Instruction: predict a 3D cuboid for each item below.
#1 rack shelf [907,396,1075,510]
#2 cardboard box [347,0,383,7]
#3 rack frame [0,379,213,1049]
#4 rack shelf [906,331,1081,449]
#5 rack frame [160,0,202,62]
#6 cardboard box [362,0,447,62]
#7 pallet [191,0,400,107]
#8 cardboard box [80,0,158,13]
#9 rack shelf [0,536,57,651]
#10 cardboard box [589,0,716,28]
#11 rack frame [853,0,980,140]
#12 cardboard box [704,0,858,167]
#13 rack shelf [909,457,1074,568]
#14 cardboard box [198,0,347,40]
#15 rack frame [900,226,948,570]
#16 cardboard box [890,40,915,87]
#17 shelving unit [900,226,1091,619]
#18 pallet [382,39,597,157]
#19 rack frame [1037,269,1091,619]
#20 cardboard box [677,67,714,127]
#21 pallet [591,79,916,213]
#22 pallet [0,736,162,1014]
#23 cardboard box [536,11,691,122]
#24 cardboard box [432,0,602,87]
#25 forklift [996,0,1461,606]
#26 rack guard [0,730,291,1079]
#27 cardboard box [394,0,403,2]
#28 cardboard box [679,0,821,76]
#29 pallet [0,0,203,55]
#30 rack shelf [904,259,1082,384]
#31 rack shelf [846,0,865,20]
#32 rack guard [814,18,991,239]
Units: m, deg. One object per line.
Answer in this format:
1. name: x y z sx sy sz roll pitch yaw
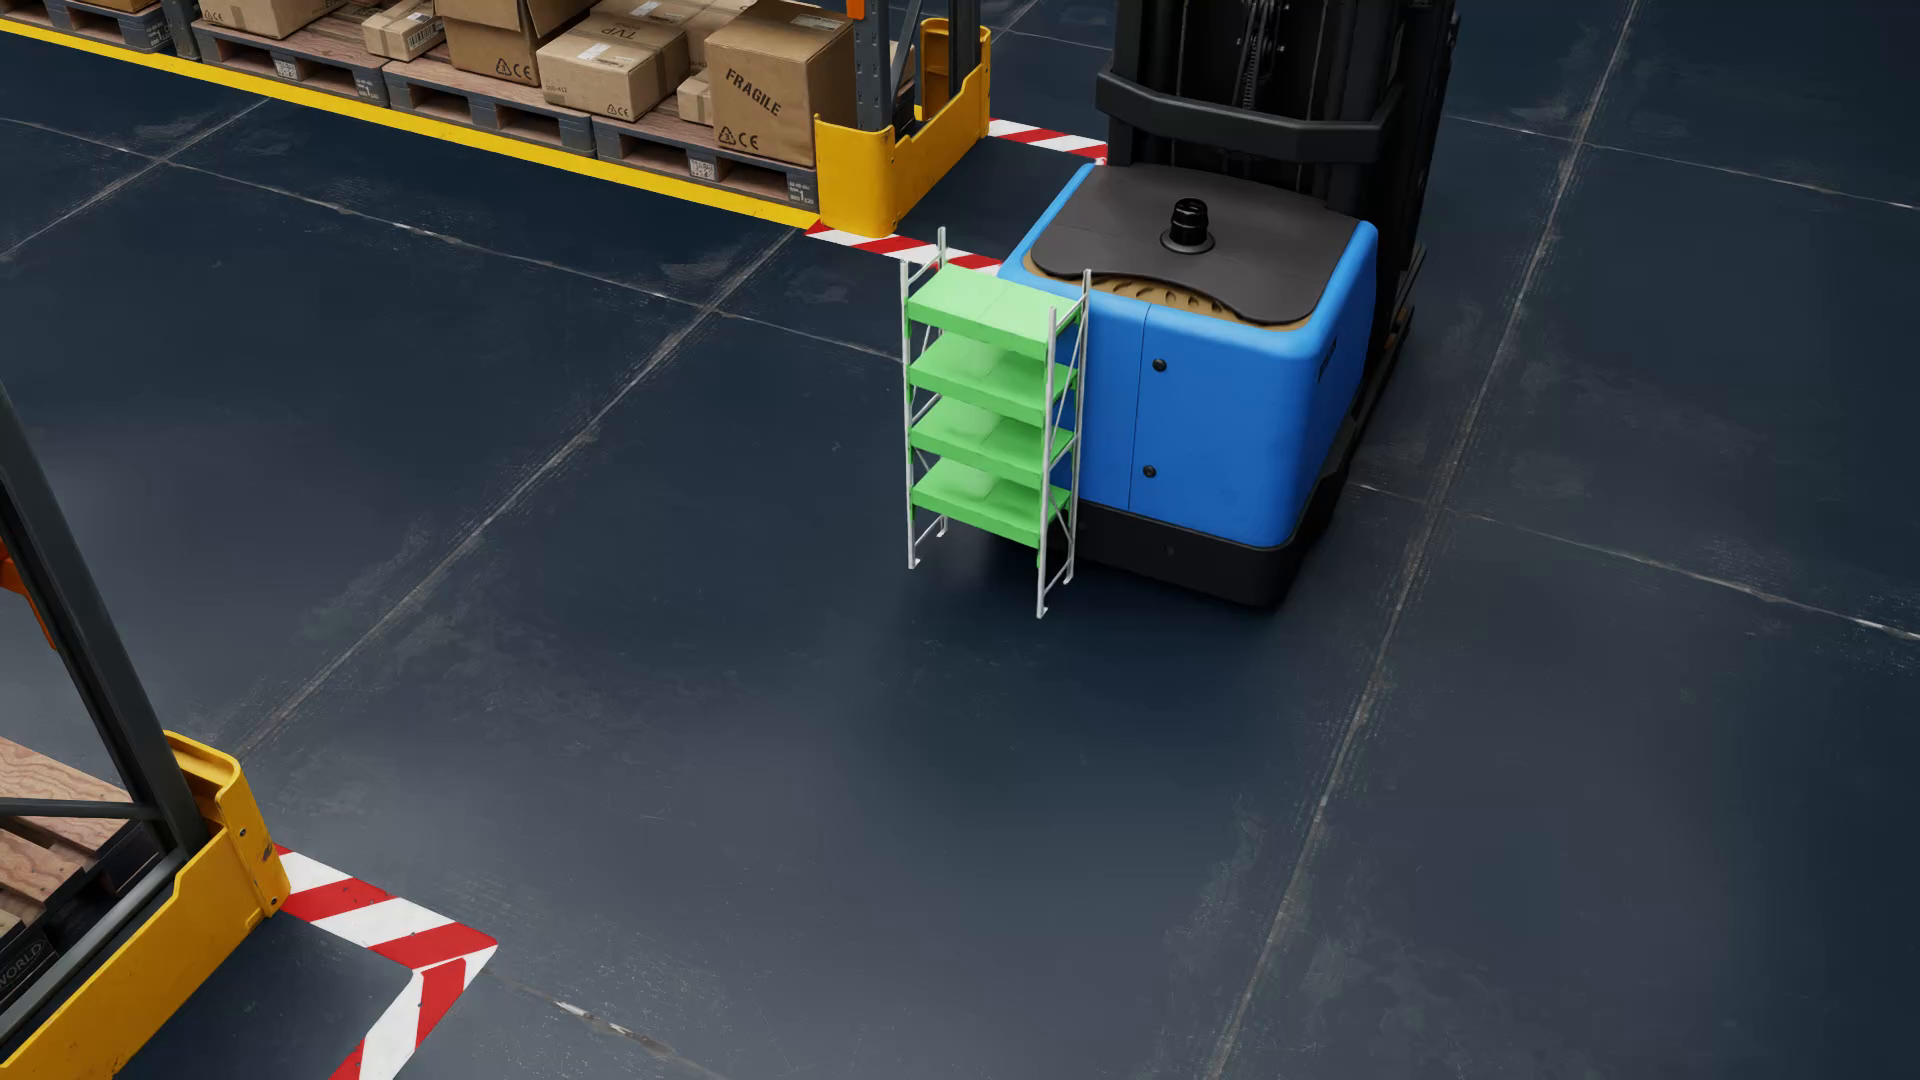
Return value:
1. rack shelf: 0.104 -0.294 5.270 0.480 0.148 0.258 20 45 22
2. cardboard box: -3.159 -3.150 8.667 0.500 0.500 0.500 17 44 19
3. rack frame: -2.268 0.129 3.311 0.127 3.000 1.000 17 44 19
4. rack shelf: 0.104 -0.475 5.113 0.480 0.148 0.258 20 45 22
5. rack frame: -3.795 -3.918 7.980 0.127 3.000 1.000 17 44 19
6. cardboard box: -2.718 -2.535 8.212 0.250 0.166 0.380 17 44 19
7. pallet: -3.173 -2.673 8.673 1.213 0.211 1.003 17 44 19
8. cardboard box: -4.364 -3.106 8.616 0.500 0.500 0.500 17 44 18
9. rack shelf: -4.081 -0.153 4.186 4.000 0.370 1.077 17 44 19
10. cardboard box: -1.450 -2.533 8.146 0.500 0.250 0.500 17 44 19
11. rack frame: -0.171 -2.810 6.702 0.127 3.000 1.000 17 44 19
12. cardboard box: -0.767 -2.036 7.382 0.500 0.500 0.500 17 44 19
13. rack shelf: 0.104 -0.113 5.428 0.480 0.148 0.258 20 45 22
14. cardboard box: -3.506 -2.824 8.434 0.500 0.311 0.500 17 44 19
15. rack frame: -0.109 -0.421 5.319 0.015 1.200 0.240 20 45 22
16. cardboard box: -0.405 -2.219 7.861 0.250 0.149 0.380 17 44 19
17. shelving unit: 0.104 -0.342 5.228 0.503 1.200 0.258 20 45 22
18. pallet: -2.064 -2.336 8.285 1.213 0.211 1.003 17 44 19
19. rack frame: 0.316 -0.264 5.138 0.015 1.200 0.240 20 45 22
20. cardboard box: -1.096 -2.076 7.682 0.250 0.166 0.380 17 44 19
21. pallet: -0.962 -1.998 7.894 1.213 0.211 1.003 17 44 19
22. pallet: -2.999 0.931 4.515 1.213 0.211 1.003 17 44 19
23. cardboard box: -1.616 -2.223 7.788 0.500 0.250 0.500 17 44 19
24. cardboard box: -2.091 -2.624 8.057 0.637 0.503 0.797 17 44 19
25. forklift: 1.156 -1.862 5.661 1.130 2.935 3.031 16 43 18
26. rack guard: -2.241 1.072 4.131 0.348 0.500 1.175 17 44 19
27. cardboard box: -2.794 -2.949 8.703 0.250 0.149 0.380 17 44 19
28. cardboard box: -0.996 -2.395 7.986 0.500 0.250 0.500 17 44 19
29. pallet: -4.549 -3.067 9.127 1.213 0.211 1.003 17 44 19
30. rack shelf: 0.103 -0.656 4.955 0.480 0.148 0.258 20 45 22
31. rack shelf: -1.983 -3.092 7.577 4.000 0.370 1.077 17 44 19
32. rack guard: -0.239 -1.887 7.545 0.348 0.500 1.175 17 44 19
